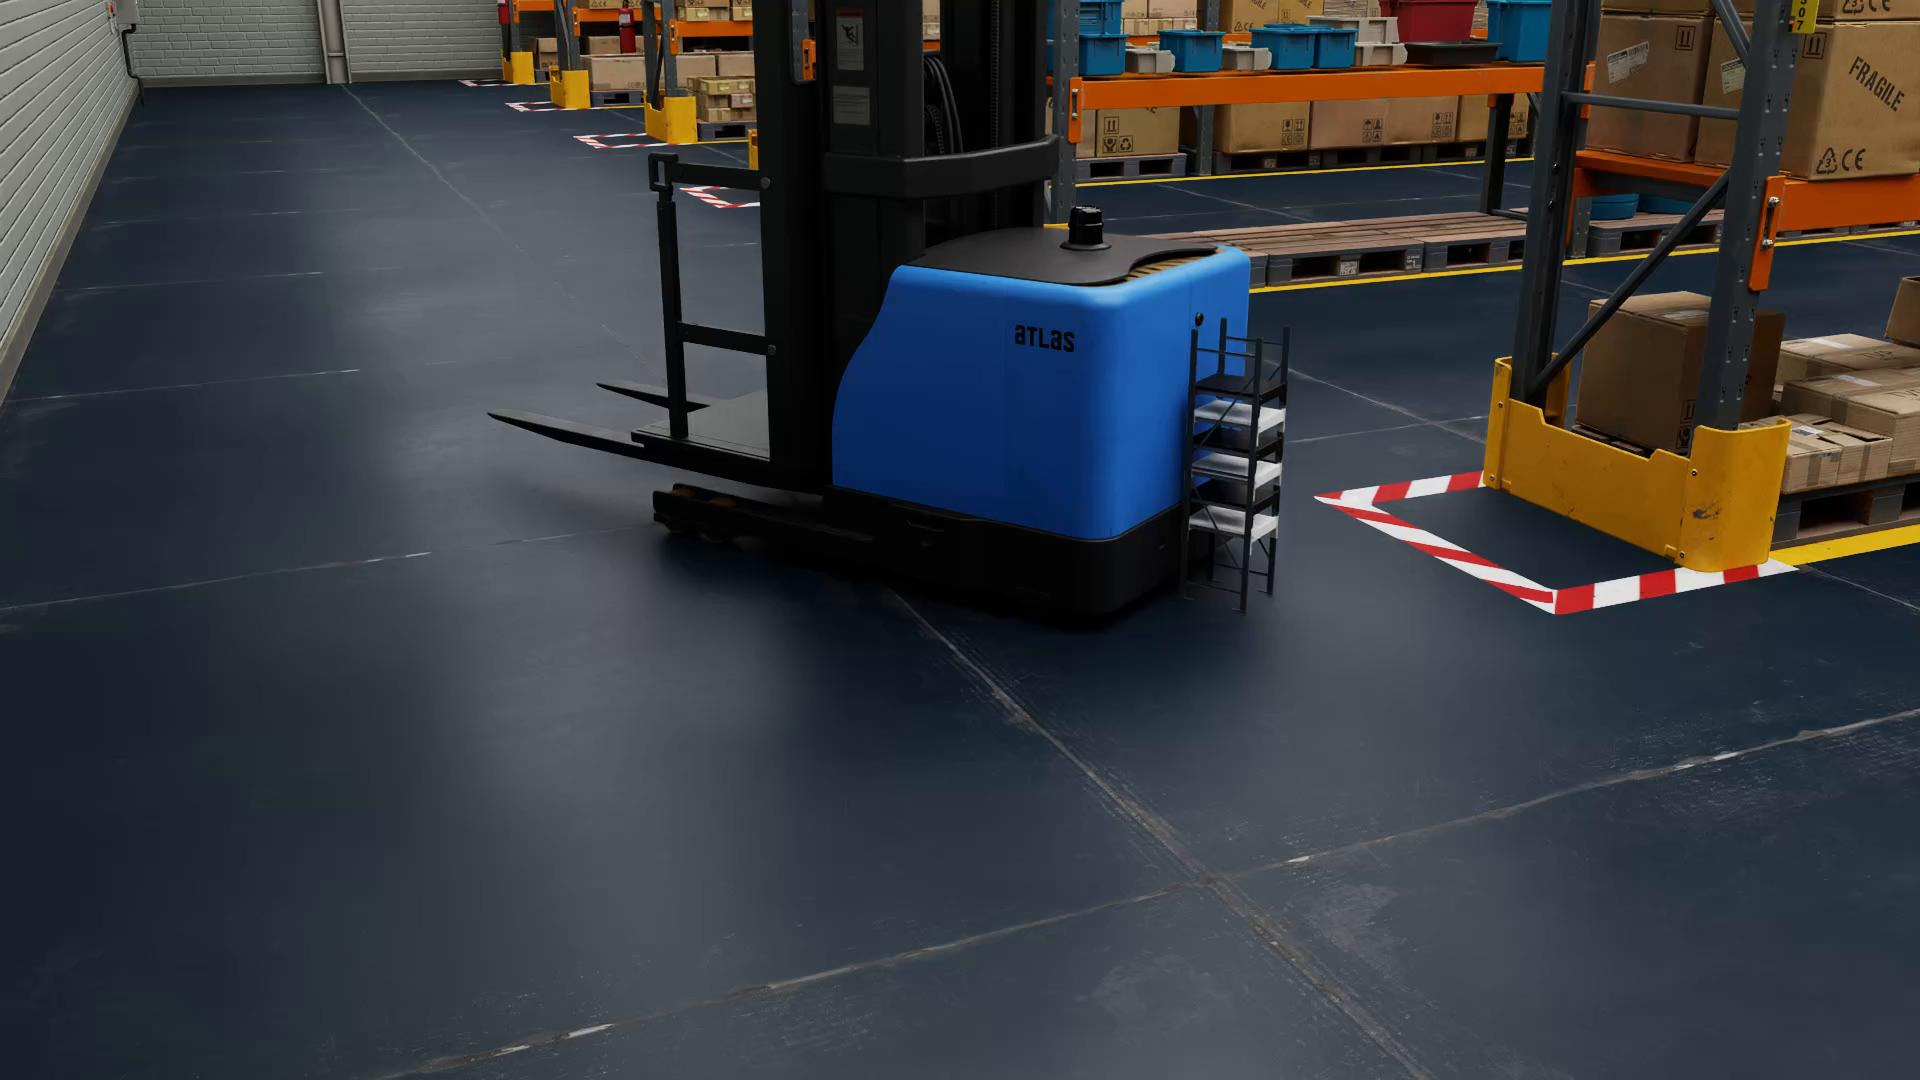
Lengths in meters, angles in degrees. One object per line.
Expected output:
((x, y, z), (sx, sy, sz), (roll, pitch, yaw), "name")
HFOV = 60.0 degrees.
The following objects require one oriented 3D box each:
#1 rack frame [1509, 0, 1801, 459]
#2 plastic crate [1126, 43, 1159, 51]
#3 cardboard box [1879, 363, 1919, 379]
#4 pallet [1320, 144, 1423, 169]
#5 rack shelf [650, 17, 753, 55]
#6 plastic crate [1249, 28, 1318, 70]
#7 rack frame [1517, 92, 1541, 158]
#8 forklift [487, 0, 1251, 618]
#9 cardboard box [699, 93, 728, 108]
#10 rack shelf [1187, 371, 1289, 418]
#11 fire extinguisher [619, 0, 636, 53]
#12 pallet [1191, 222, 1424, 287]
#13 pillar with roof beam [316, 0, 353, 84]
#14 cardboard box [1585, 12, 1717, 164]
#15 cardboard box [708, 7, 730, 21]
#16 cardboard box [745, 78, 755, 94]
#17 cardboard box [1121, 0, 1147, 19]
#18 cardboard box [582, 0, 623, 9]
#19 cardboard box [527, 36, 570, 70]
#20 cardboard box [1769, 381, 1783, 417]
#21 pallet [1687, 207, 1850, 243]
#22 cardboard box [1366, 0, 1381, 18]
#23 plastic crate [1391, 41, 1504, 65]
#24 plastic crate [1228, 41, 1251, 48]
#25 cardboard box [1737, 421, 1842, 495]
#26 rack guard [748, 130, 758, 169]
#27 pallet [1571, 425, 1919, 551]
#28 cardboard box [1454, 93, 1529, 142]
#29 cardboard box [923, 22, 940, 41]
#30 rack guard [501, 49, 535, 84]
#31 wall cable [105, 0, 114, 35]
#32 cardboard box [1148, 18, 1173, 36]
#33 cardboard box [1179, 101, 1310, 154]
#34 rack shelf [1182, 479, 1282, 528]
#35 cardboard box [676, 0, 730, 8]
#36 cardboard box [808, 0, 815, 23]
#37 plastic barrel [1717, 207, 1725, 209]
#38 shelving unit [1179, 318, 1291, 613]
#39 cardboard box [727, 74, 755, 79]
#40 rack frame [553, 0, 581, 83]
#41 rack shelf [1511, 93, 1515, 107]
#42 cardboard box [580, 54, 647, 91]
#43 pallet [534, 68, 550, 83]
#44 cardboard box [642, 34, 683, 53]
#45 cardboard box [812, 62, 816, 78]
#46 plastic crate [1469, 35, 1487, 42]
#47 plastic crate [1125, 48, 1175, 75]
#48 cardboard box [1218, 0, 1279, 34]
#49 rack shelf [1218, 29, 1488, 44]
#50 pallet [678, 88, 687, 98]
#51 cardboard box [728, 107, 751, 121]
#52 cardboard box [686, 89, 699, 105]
((2.394, -1.486, 5.727), (0.127, 3.000, 1.000), (-8, 21, -22), "rack frame")
((1.113, -3.064, 10.513), (0.243, 0.136, 0.396), (-8, 21, -22), "plastic crate")
((3.924, -0.513, 6.441), (0.500, 0.250, 0.500), (-8, 21, -22), "cardboard box")
((3.947, -4.005, 17.078), (1.213, 0.211, 1.003), (-8, 21, -22), "pallet")
((-1.561, -5.957, 19.508), (4.000, 0.370, 1.077), (-8, 21, -22), "rack shelf")
((2.002, -3.052, 10.335), (0.300, 0.233, 0.416), (-8, 21, -22), "plastic crate")
((5.820, -5.560, 17.297), (0.127, 3.000, 1.000), (-8, 21, -22), "rack frame")
((-0.512, -1.500, 5.869), (3.031, 2.935, 1.130), (13, 23, 32), "forklift")
((-2.815, -5.018, 18.969), (0.250, 0.149, 0.380), (-7, 21, -20), "cardboard box")
((0.879, -0.462, 5.268), (0.258, 0.077, 0.200), (13, 23, 32), "rack shelf")
((-3.812, -5.929, 19.022), (0.183, 0.674, 0.296), (-8, 21, -22), "fire extinguisher")
((2.327, -1.938, 11.208), (1.213, 0.211, 1.003), (-8, 21, -22), "pallet")
((-8.549, -10.480, 22.237), (0.400, 9.000, 9.100), (-8, 21, -22), "pillar with roof beam")
((2.698, -1.675, 6.113), (0.500, 0.500, 0.500), (-7, 21, -20), "cardboard box")
((-2.753, -5.904, 18.651), (0.250, 0.149, 0.380), (-7, 21, -20), "cardboard box")
((-2.295, -5.200, 19.038), (0.250, 0.149, 0.380), (-8, 21, -22), "cardboard box")
((1.371, -4.896, 15.190), (0.500, 0.250, 0.500), (-7, 21, -20), "cardboard box")
((-4.897, -7.552, 22.805), (0.500, 0.500, 0.500), (-8, 21, -22), "cardboard box")
((-6.822, -8.115, 27.680), (0.637, 0.503, 0.797), (-9, 21, -24), "cardboard box")
((3.204, -0.530, 6.614), (0.250, 0.166, 0.380), (-8, 21, -22), "cardboard box")
((5.956, -2.459, 12.687), (1.213, 0.211, 1.003), (-8, 21, -22), "pallet")
((4.061, -5.267, 16.314), (0.500, 0.500, 0.500), (-8, 21, -21), "cardboard box")
((3.187, -3.193, 10.897), (0.590, 0.125, 0.437), (-8, 21, -22), "plastic crate")
((1.895, -3.186, 10.861), (0.250, 0.136, 0.298), (-8, 21, -22), "plastic crate")
((2.915, -0.299, 5.986), (0.250, 0.149, 0.380), (-8, 21, -22), "cardboard box")
((-1.548, -3.325, 14.714), (0.348, 0.500, 1.175), (-8, 21, -22), "rack guard")
((3.196, -0.286, 6.517), (1.213, 0.211, 1.003), (-8, 21, -22), "pallet")
((5.178, -4.672, 17.340), (0.875, 0.875, 1.225), (-9, 21, -24), "cardboard box")
((-0.360, -4.438, 14.488), (0.250, 0.149, 0.380), (-8, 21, -23), "cardboard box")
((-7.351, -7.874, 27.632), (0.348, 0.500, 1.175), (-8, 21, -22), "rack guard")
((-10.620, -7.275, 20.590), (0.123, 1.953, 0.585), (-8, 21, -22), "wall cable")
((1.760, -4.741, 15.350), (0.250, 0.149, 0.380), (-8, 21, -21), "cardboard box")
((2.726, -4.320, 16.342), (0.875, 0.875, 1.225), (-8, 21, -22), "cardboard box")
((0.879, -0.123, 5.387), (0.258, 0.077, 0.200), (13, 23, 32), "rack shelf")
((-2.876, -6.196, 18.504), (0.500, 0.500, 0.500), (-7, 21, -19), "cardboard box")
((-0.978, -4.558, 14.229), (0.500, 0.250, 0.500), (-9, 21, -23), "cardboard box")
((5.819, -2.755, 12.443), (0.421, 0.512, 0.421), (0, 19, 0), "plastic barrel")
((0.879, -0.239, 5.347), (0.258, 0.900, 0.210), (13, 23, 32), "shelving unit")
((-2.571, -5.403, 19.614), (0.250, 0.149, 0.380), (-9, 21, -23), "cardboard box")
((-5.451, -7.530, 22.891), (0.127, 3.000, 1.000), (-8, 21, -22), "rack frame")
((5.945, -3.447, 12.379), (4.000, 0.370, 1.077), (-8, 21, -22), "rack shelf")
((-4.885, -6.637, 23.580), (0.875, 0.438, 0.875), (-9, 21, -24), "cardboard box")
((-6.620, -7.843, 27.979), (1.213, 0.211, 1.003), (-8, 21, -22), "pallet")
((-5.068, -8.351, 28.354), (0.500, 0.500, 0.700), (-9, 21, -24), "cardboard box")
((-0.970, -3.812, 14.899), (0.875, 0.875, 0.875), (-8, 21, -22), "cardboard box")
((3.625, -3.410, 11.496), (0.243, 0.136, 0.396), (-8, 21, -22), "plastic crate")
((1.120, -2.850, 9.907), (0.298, 0.136, 0.250), (-8, 21, -22), "plastic crate")
((2.668, -5.065, 15.741), (0.500, 0.500, 0.500), (-8, 21, -22), "cardboard box")
((3.983, -4.958, 16.669), (4.000, 0.370, 1.077), (-8, 21, -22), "rack shelf")
((-3.630, -6.503, 24.172), (1.213, 0.211, 1.003), (-8, 21, -22), "pallet")
((-2.582, -4.918, 19.132), (0.250, 0.149, 0.380), (-8, 21, -22), "cardboard box")
((-3.026, -5.184, 19.440), (0.250, 0.149, 0.380), (-9, 21, -23), "cardboard box")
